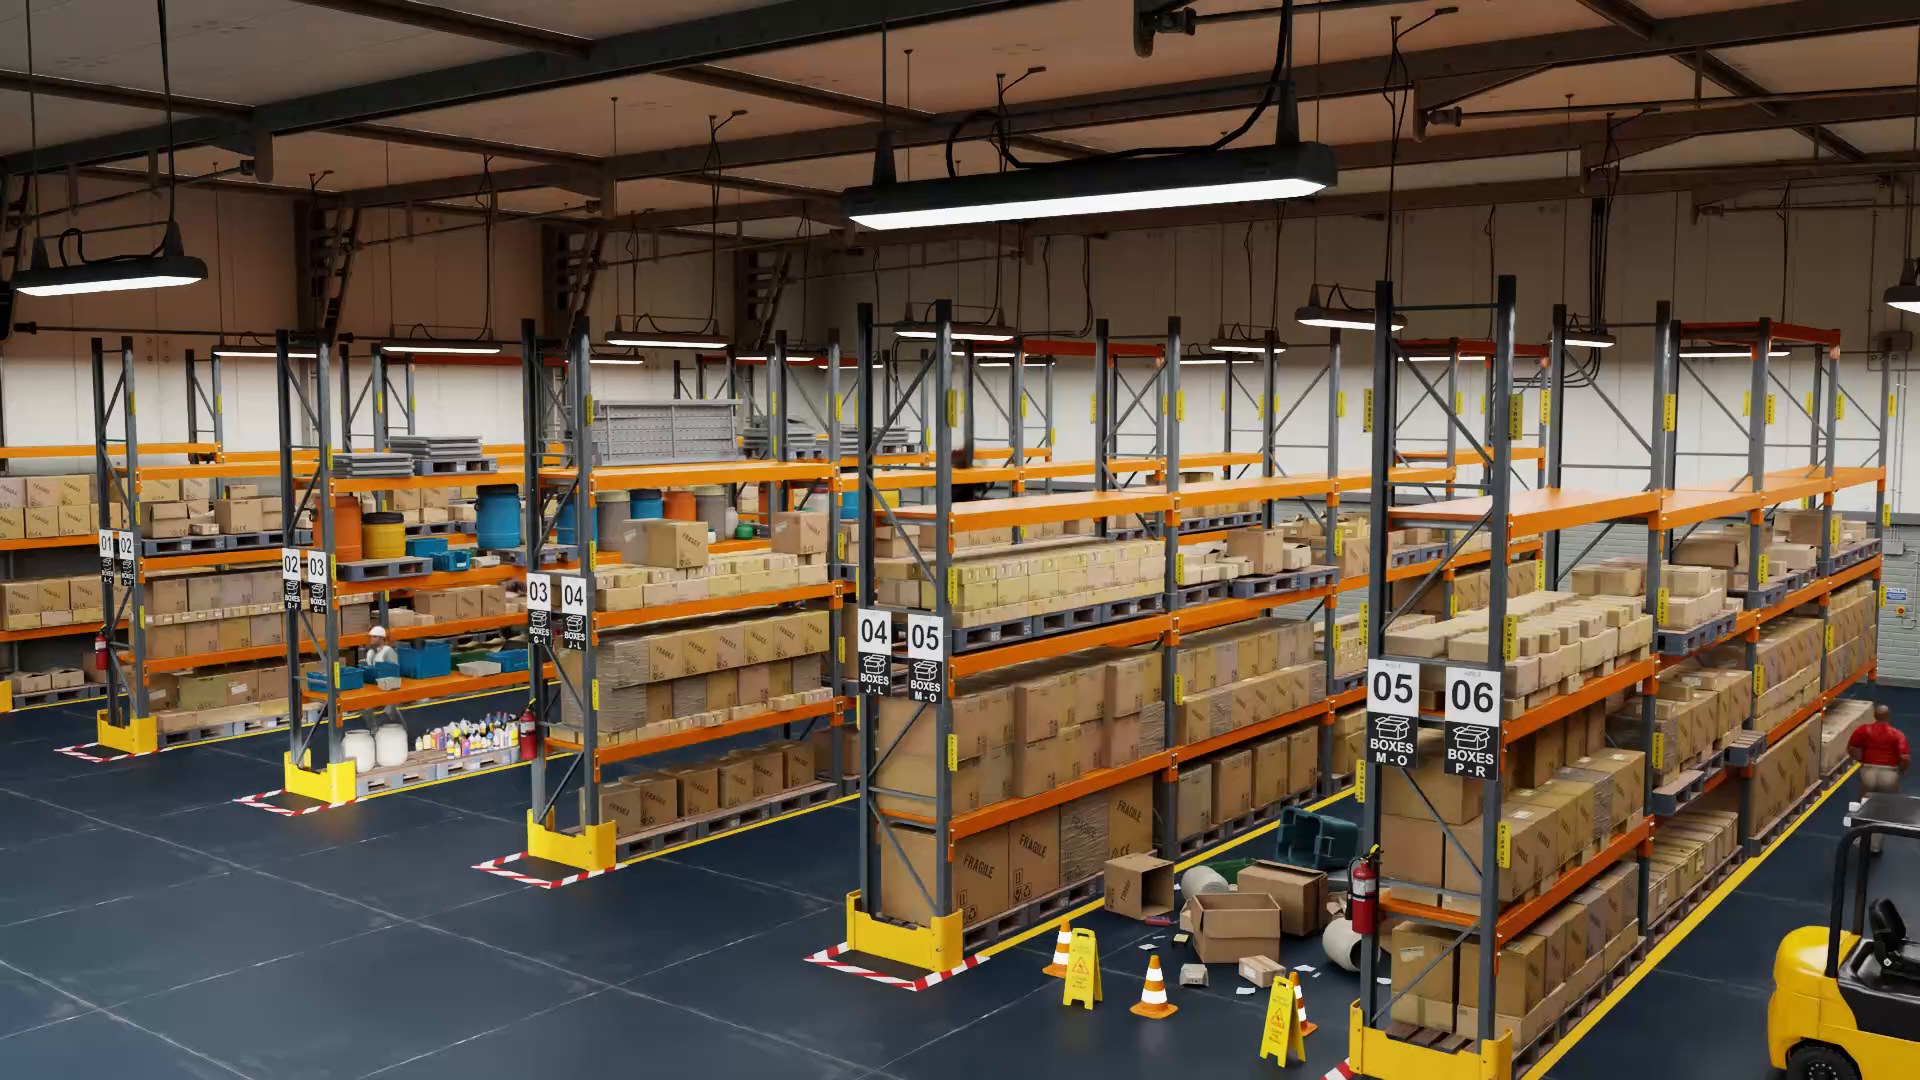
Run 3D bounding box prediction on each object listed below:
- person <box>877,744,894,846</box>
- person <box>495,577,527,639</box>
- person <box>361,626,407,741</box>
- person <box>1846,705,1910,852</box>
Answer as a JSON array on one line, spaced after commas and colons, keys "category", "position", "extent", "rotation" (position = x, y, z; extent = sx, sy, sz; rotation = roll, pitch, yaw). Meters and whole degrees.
[{"category": "person", "position": [-0.731, 2.749, 17.681], "extent": [0.658, 1.736, 0.619], "rotation": [3, 6, 32]}, {"category": "person", "position": [-8.912, 1.437, 32.710], "extent": [0.685, 1.826, 0.776], "rotation": [3, 6, 28]}, {"category": "person", "position": [-8.496, 2.158, 24.520], "extent": [0.679, 1.811, 0.848], "rotation": [2, 5, 24]}, {"category": "person", "position": [10.370, 2.695, 18.777], "extent": [0.648, 1.673, 0.575], "rotation": [4, 7, 42]}]
